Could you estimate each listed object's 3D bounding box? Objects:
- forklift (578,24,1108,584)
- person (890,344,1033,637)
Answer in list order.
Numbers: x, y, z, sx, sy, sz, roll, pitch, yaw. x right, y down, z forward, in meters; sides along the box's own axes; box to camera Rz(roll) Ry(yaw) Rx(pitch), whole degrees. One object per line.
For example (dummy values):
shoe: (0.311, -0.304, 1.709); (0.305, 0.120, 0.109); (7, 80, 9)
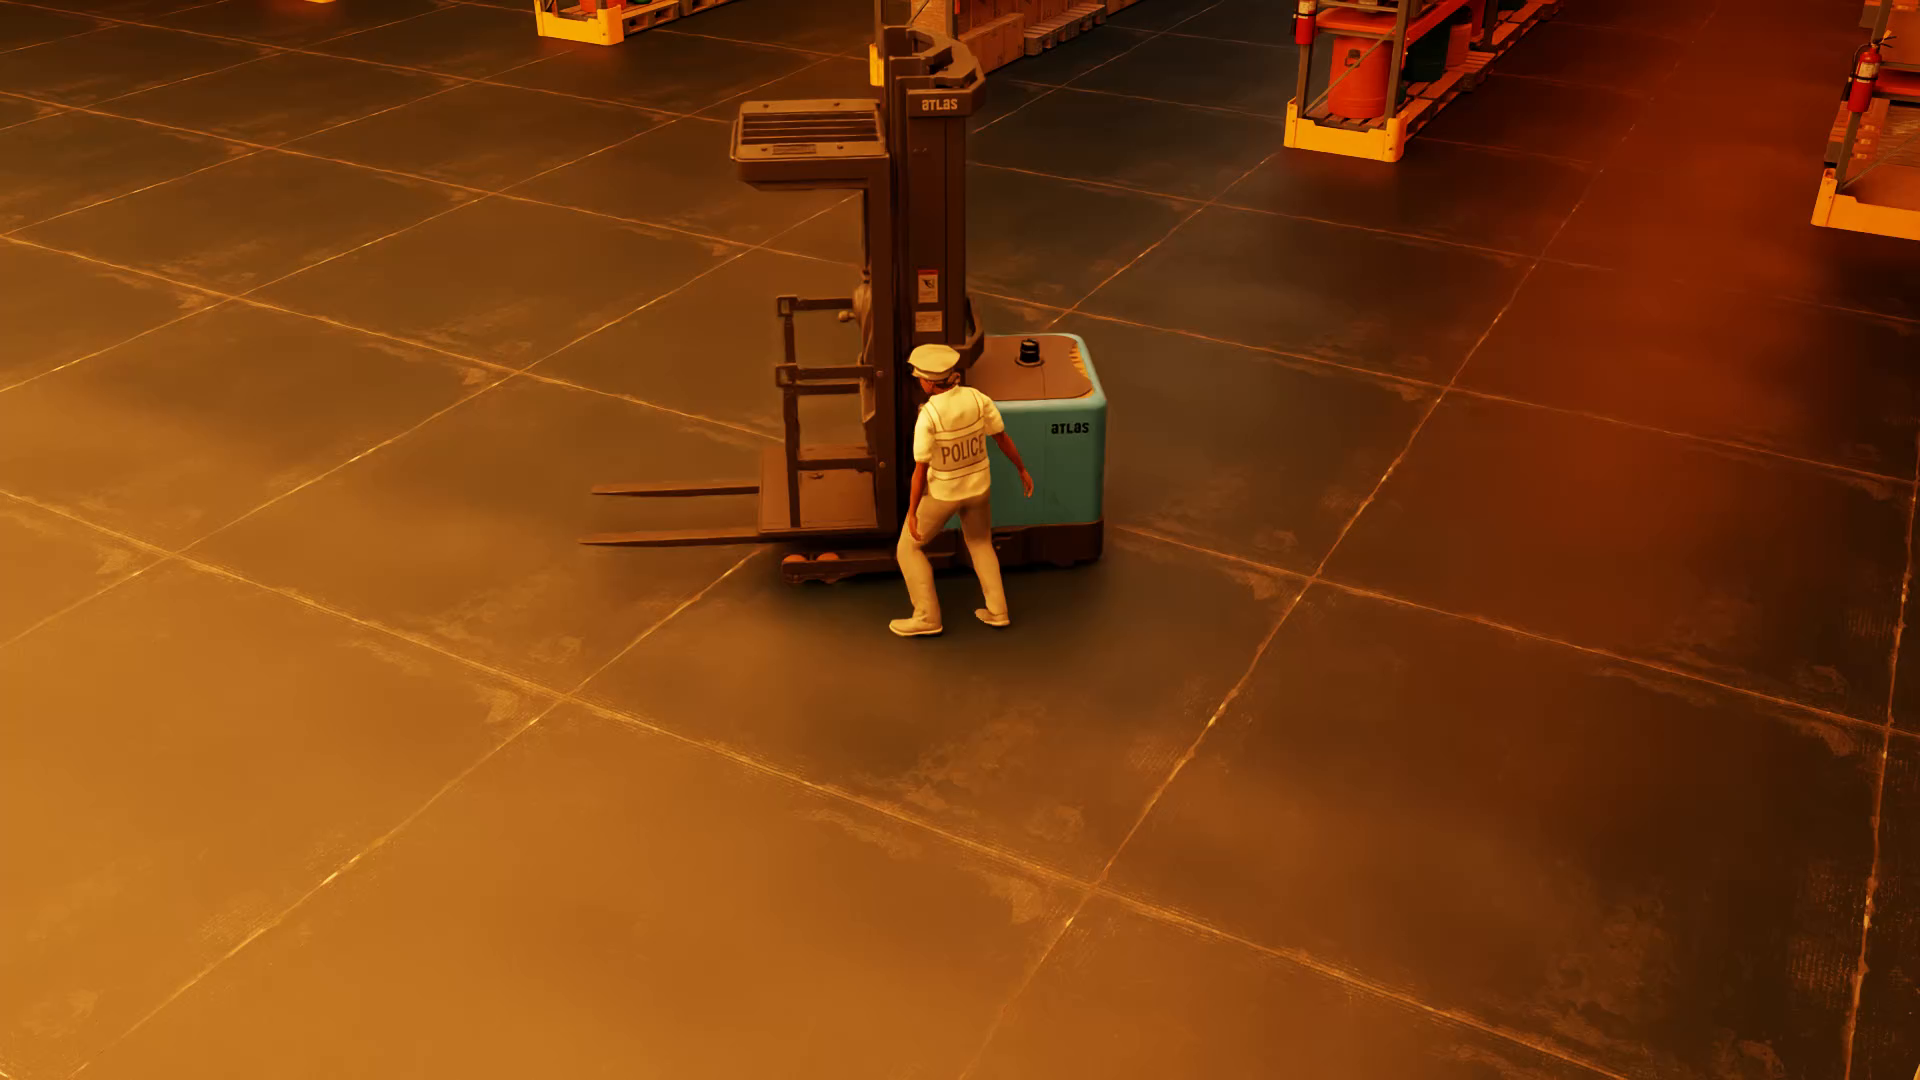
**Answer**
forklift: (-0.709, -1.293, 9.310); (3.031, 2.935, 1.130); (-3, 30, -4)
person: (0.012, -0.233, 8.856); (0.817, 1.635, 0.470); (-15, 33, -24)
